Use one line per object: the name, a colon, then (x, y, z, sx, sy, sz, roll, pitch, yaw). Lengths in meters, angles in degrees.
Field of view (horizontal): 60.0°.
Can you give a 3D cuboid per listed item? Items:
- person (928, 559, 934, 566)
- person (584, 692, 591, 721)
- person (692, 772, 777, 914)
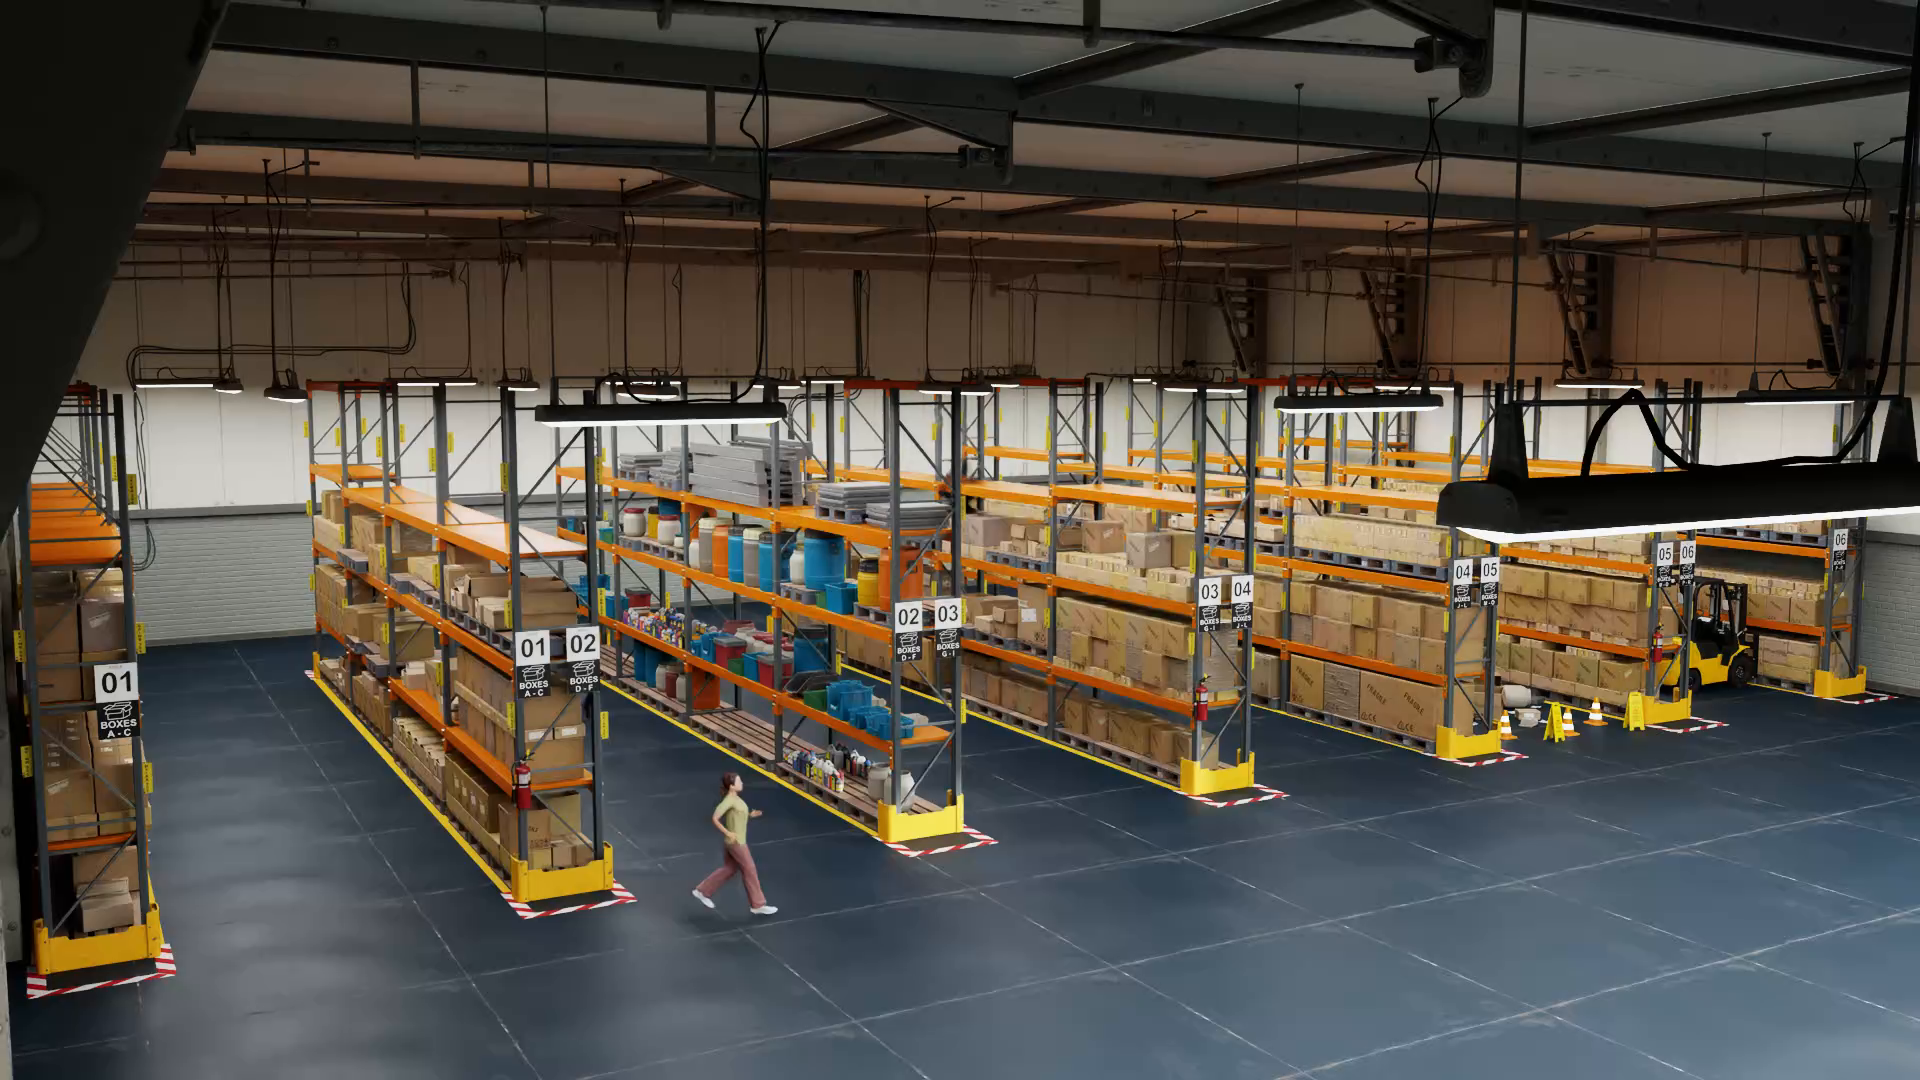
person: (-0.766, 1.168, 41.163, 0.519, 1.621, 0.660, -4, 7, -35)
person: (-6.658, 2.409, 29.270, 0.601, 1.624, 0.648, -4, 8, -36)
person: (-2.585, 3.451, 19.017, 0.970, 1.637, 0.576, -1, 6, -6)
